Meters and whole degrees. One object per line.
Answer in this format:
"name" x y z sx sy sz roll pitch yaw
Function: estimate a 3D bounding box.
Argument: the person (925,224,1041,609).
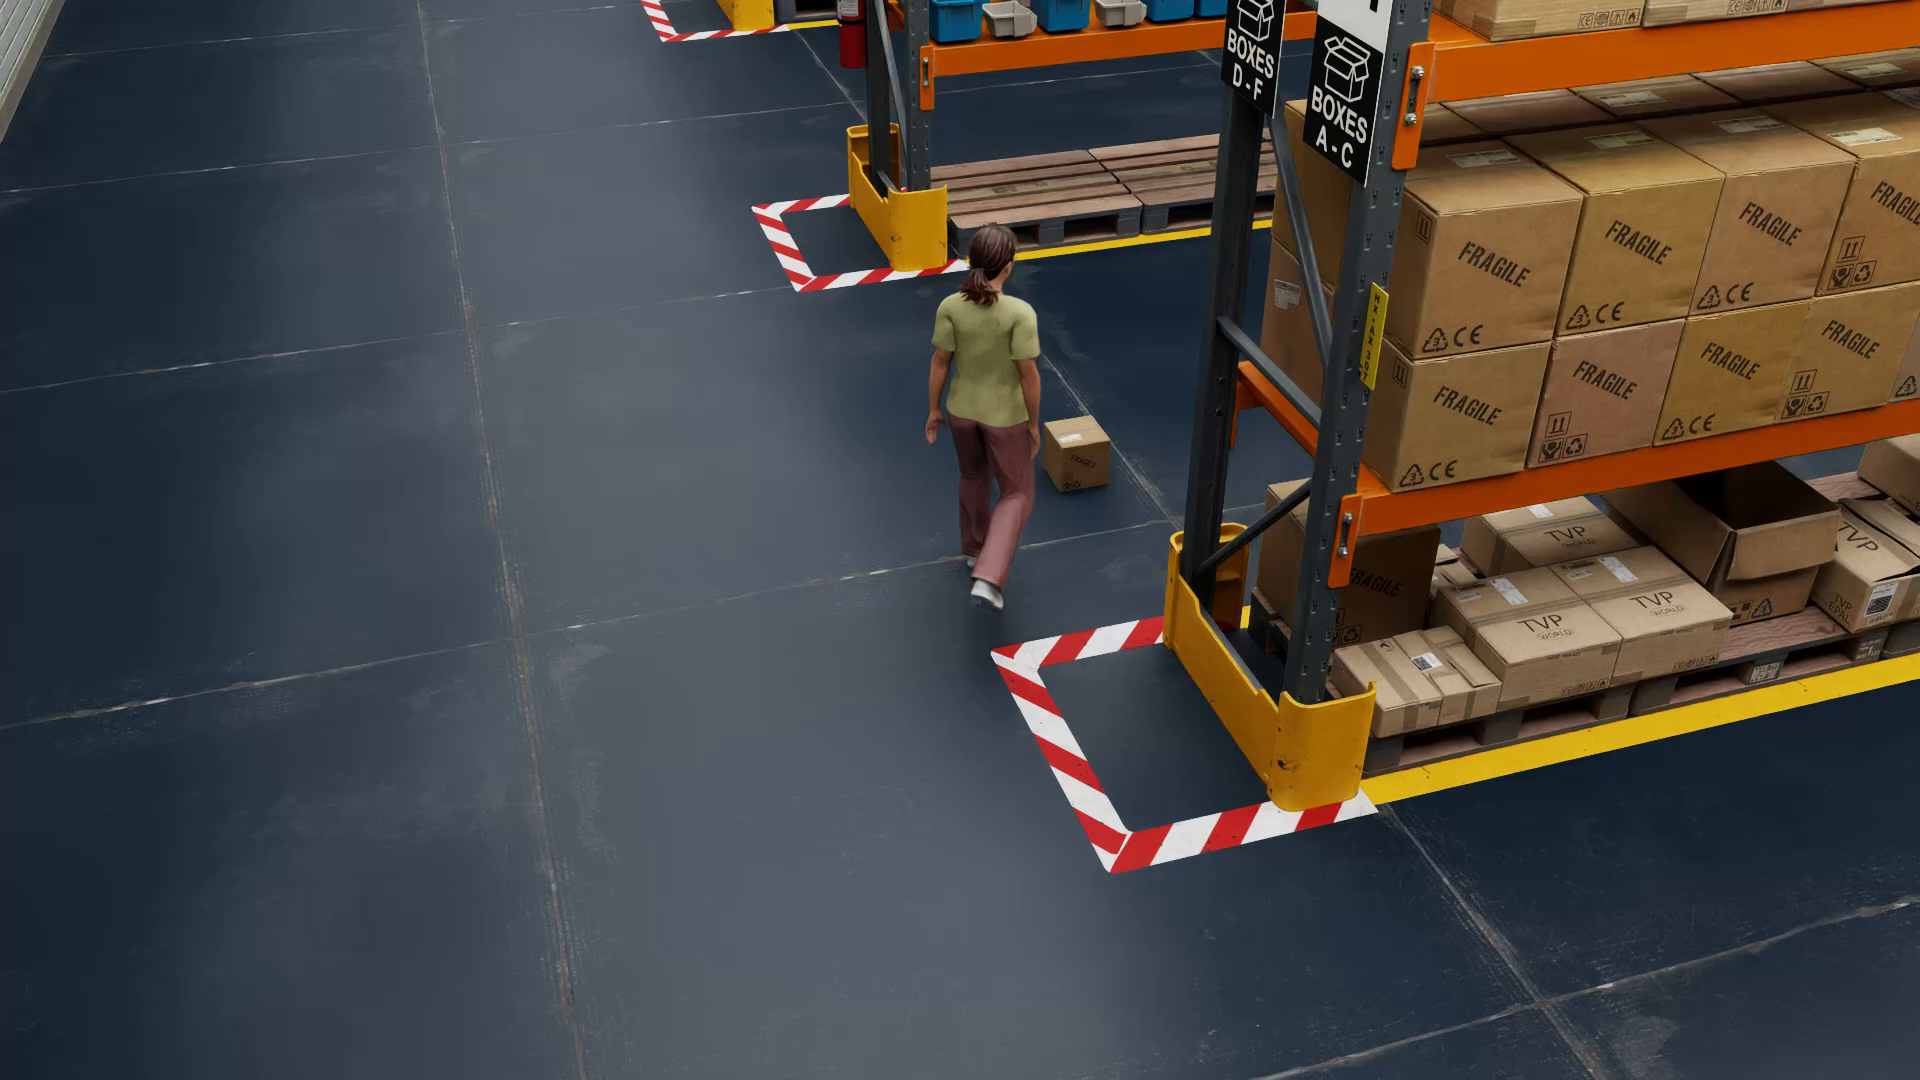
"person" 0.093 -0.486 6.849 0.498 1.659 0.823 13 36 18
